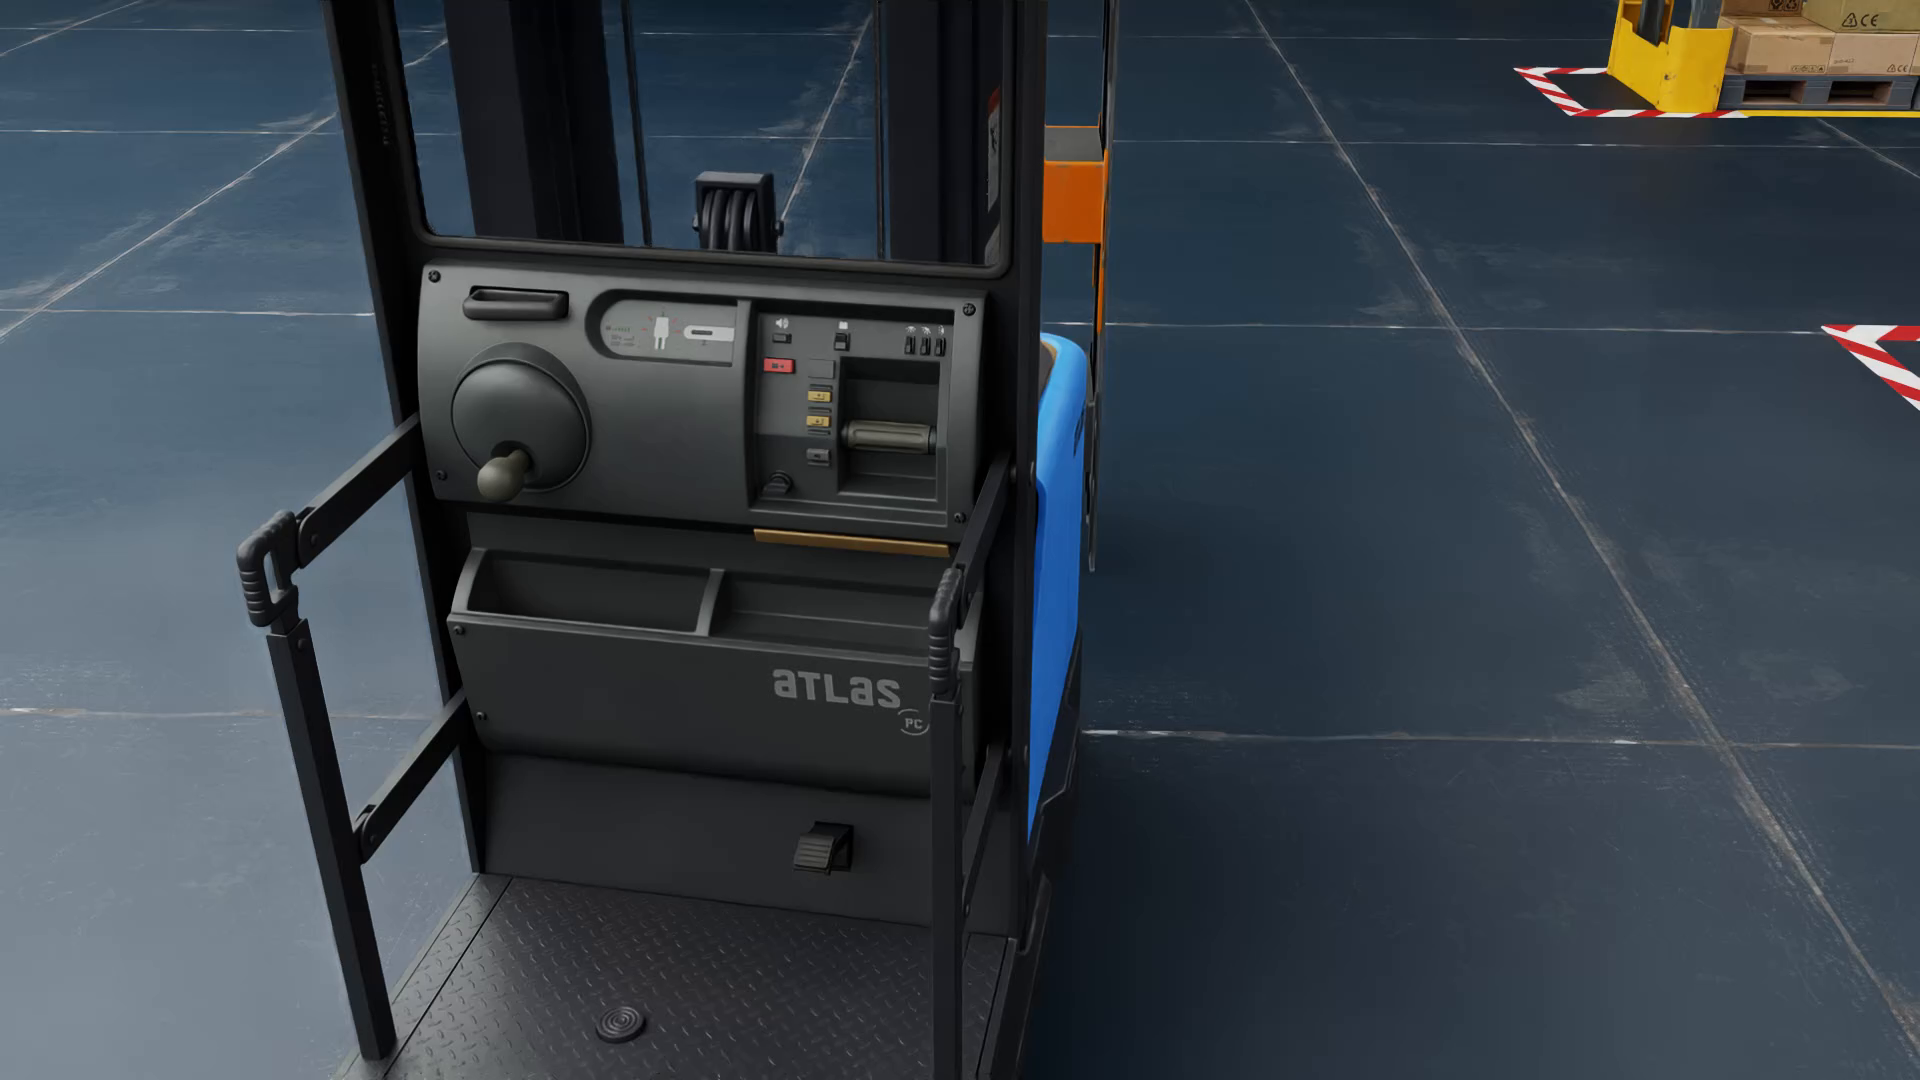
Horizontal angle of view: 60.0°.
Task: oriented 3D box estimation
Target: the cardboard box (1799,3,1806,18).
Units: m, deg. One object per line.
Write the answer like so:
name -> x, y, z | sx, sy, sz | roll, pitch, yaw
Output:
cardboard box -> 5.567, -3.310, 10.778 | 0.500, 0.250, 0.500 | 1, 28, 2

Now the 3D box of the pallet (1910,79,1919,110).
pallet -> 6.502, -2.966, 10.619 | 1.213, 0.211, 1.003 | 1, 28, 2

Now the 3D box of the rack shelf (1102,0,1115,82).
rack shelf -> 0.165, -1.531, 4.432 | 0.480, 0.518, 0.431 | 1, 28, 2

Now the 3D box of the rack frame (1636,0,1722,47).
rack frame -> 4.520, -4.212, 9.993 | 0.127, 3.000, 1.000 | 1, 28, 2

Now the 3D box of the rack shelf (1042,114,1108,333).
rack shelf -> 0.165, -0.913, 4.759 | 0.480, 0.518, 0.431 | 1, 28, 2

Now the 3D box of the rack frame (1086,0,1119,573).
rack frame -> 0.409, -0.921, 4.745 | 0.015, 2.100, 0.400 | 1, 28, 2

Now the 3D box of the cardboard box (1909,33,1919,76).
cardboard box -> 6.048, -3.055, 10.297 | 0.500, 0.250, 0.500 | 1, 28, 2

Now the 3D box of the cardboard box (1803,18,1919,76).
cardboard box -> 5.548, -3.063, 10.313 | 0.500, 0.250, 0.500 | 1, 28, 2

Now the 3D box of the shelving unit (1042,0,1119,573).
shelving unit -> 0.165, -0.925, 4.753 | 0.503, 2.100, 0.431 | 1, 28, 2

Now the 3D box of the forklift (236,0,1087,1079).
forklift -> -0.460, -0.189, 2.477 | 1.130, 2.935, 3.031 | 5, 28, 9

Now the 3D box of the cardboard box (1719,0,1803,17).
cardboard box -> 5.067, -3.645, 10.609 | 0.500, 0.500, 0.500 | 1, 28, 2

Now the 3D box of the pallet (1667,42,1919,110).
pallet -> 5.286, -2.987, 10.660 | 1.213, 0.211, 1.003 | 1, 28, 2

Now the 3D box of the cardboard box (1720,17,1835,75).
cardboard box -> 5.048, -3.070, 10.326 | 0.500, 0.250, 0.500 | 1, 28, 2

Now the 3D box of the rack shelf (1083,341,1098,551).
rack shelf -> 0.165, -0.294, 5.087 | 0.480, 0.518, 0.431 | 1, 28, 2

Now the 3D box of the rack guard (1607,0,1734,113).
rack guard -> 4.496, -3.108, 10.579 | 0.348, 0.500, 1.175 | 1, 28, 2

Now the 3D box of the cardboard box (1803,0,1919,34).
cardboard box -> 5.548, -3.394, 10.136 | 0.500, 0.500, 0.500 | 1, 28, 2

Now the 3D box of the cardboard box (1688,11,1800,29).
cardboard box -> 5.067, -3.312, 10.783 | 0.500, 0.250, 0.500 | 1, 28, 2
